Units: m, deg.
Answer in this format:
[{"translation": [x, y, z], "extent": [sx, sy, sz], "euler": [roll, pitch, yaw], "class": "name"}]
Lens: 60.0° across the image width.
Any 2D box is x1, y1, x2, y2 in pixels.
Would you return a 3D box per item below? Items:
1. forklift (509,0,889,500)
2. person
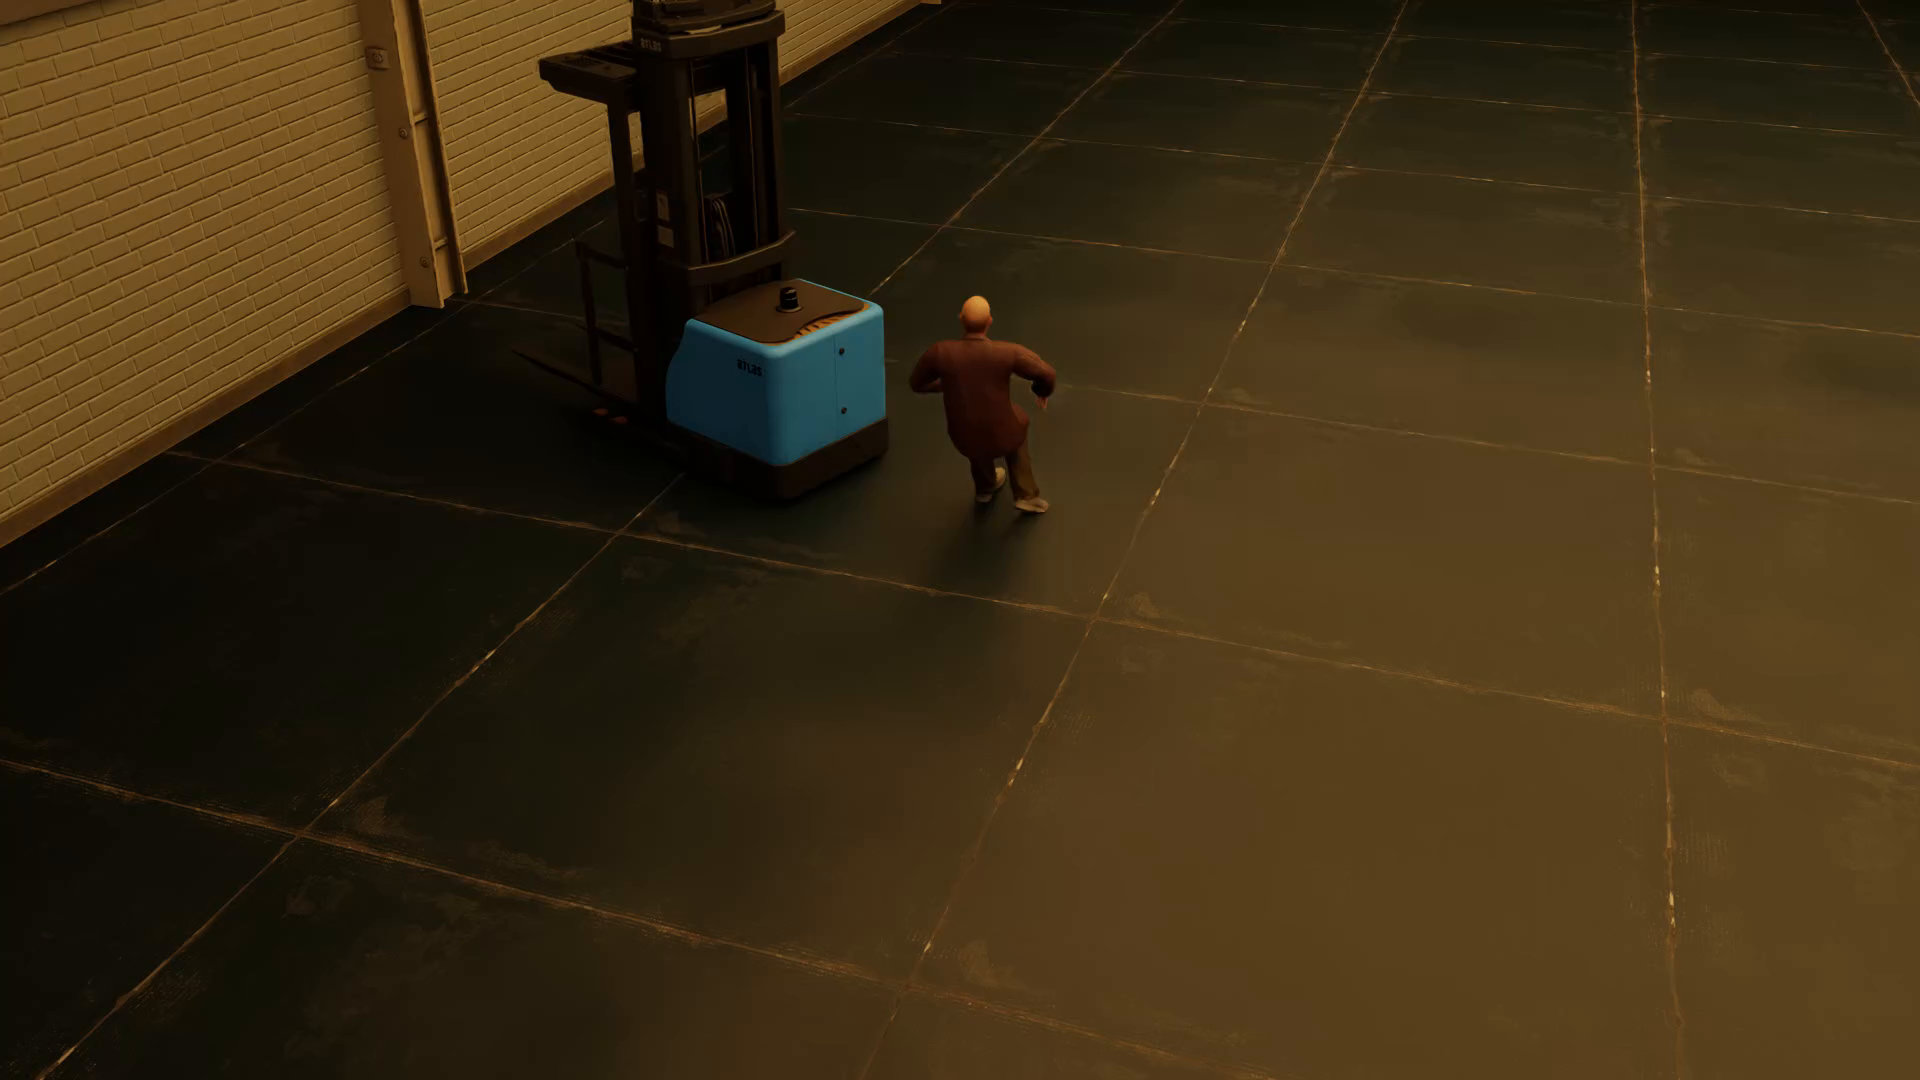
[{"translation": [-1.920, -2.122, 10.859], "extent": [3.031, 2.935, 1.130], "euler": [23, 37, 34], "class": "forklift"}, {"translation": [0.137, -0.817, 10.049], "extent": [0.865, 1.564, 0.909], "euler": [1, 30, 2], "class": "person"}]
